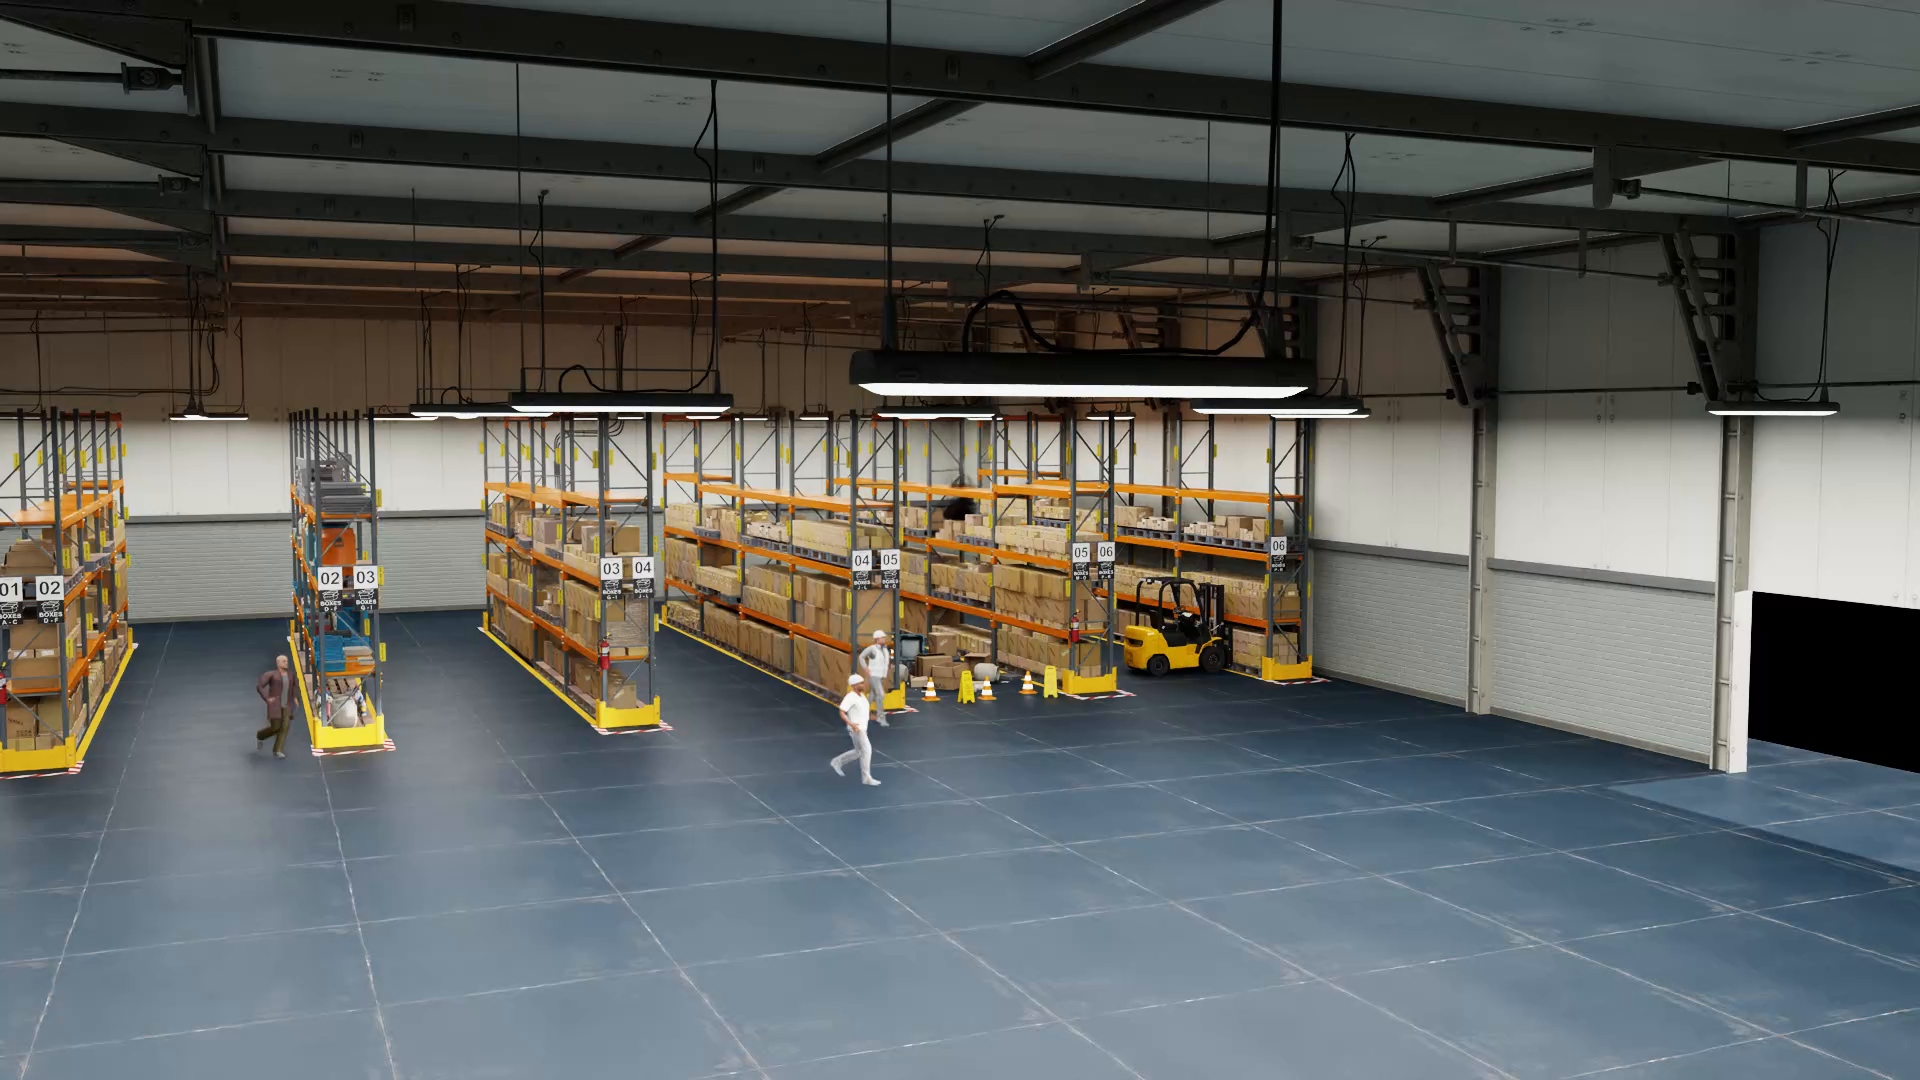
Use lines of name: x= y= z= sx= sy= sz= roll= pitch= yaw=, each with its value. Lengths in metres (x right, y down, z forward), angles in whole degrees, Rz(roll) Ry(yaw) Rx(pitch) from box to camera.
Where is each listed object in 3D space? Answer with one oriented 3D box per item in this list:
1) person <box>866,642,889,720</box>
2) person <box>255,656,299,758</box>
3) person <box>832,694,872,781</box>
person: x=-1.654 y=2.666 z=31.844 sx=0.766 sy=1.446 sz=0.455 roll=3 pitch=5 yaw=33
person: x=-11.719 y=2.854 z=28.698 sx=0.828 sy=1.712 sz=0.767 roll=3 pitch=5 yaw=37
person: x=-1.723 y=3.107 z=26.400 sx=0.663 sy=1.409 sz=0.682 roll=1 pitch=4 yaw=9
